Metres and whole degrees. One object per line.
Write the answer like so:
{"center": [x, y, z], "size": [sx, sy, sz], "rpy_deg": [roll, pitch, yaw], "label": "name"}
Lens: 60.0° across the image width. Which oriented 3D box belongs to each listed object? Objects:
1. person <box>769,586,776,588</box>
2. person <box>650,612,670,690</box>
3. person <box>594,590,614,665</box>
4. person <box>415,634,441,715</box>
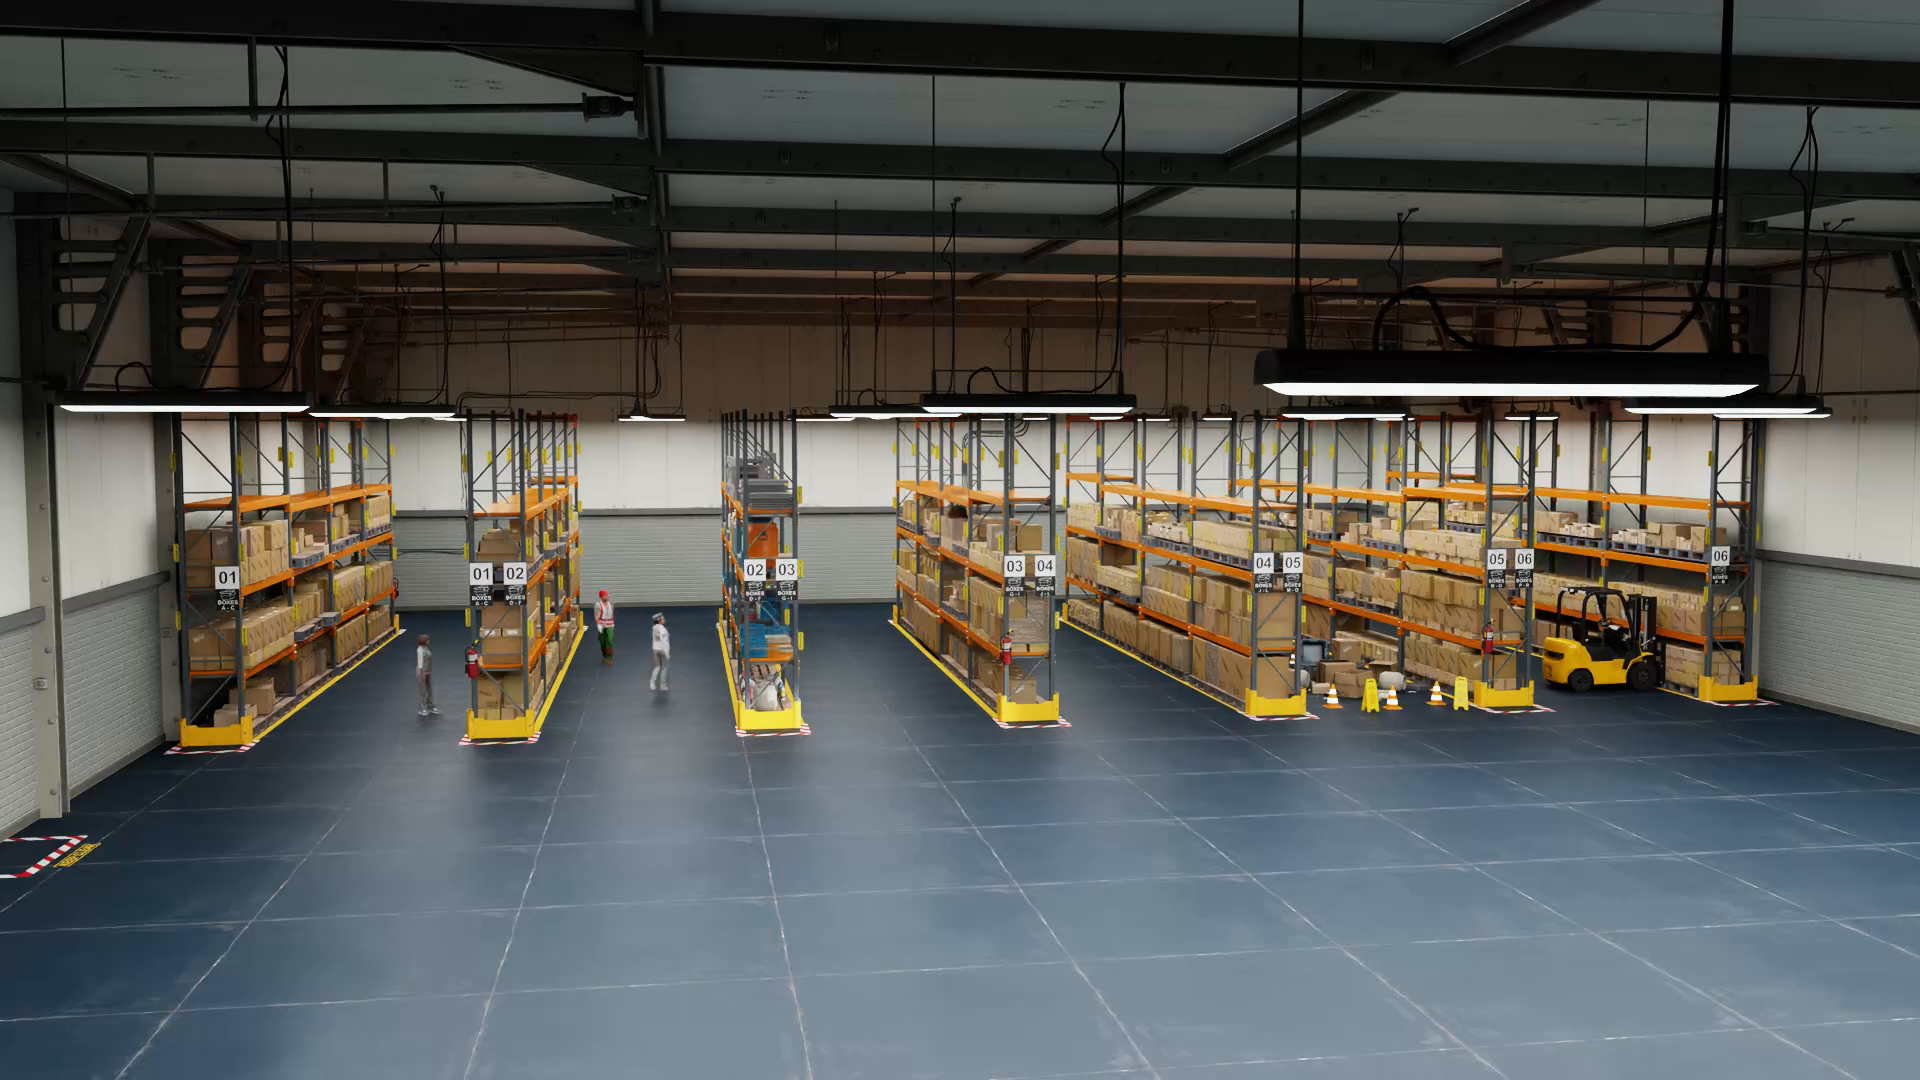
{"center": [-5.395, 1.483, 48.249], "size": [1.020, 1.743, 0.619], "rpy_deg": [4, 5, 43], "label": "person"}
{"center": [-6.420, 2.390, 35.599], "size": [0.476, 1.674, 0.475], "rpy_deg": [2, 4, 25], "label": "person"}
{"center": [-8.444, 2.064, 39.437], "size": [0.477, 1.734, 0.966], "rpy_deg": [0, 4, -6], "label": "person"}
{"center": [-10.522, 2.647, 32.775], "size": [0.398, 1.602, 0.476], "rpy_deg": [1, 4, 15], "label": "person"}
